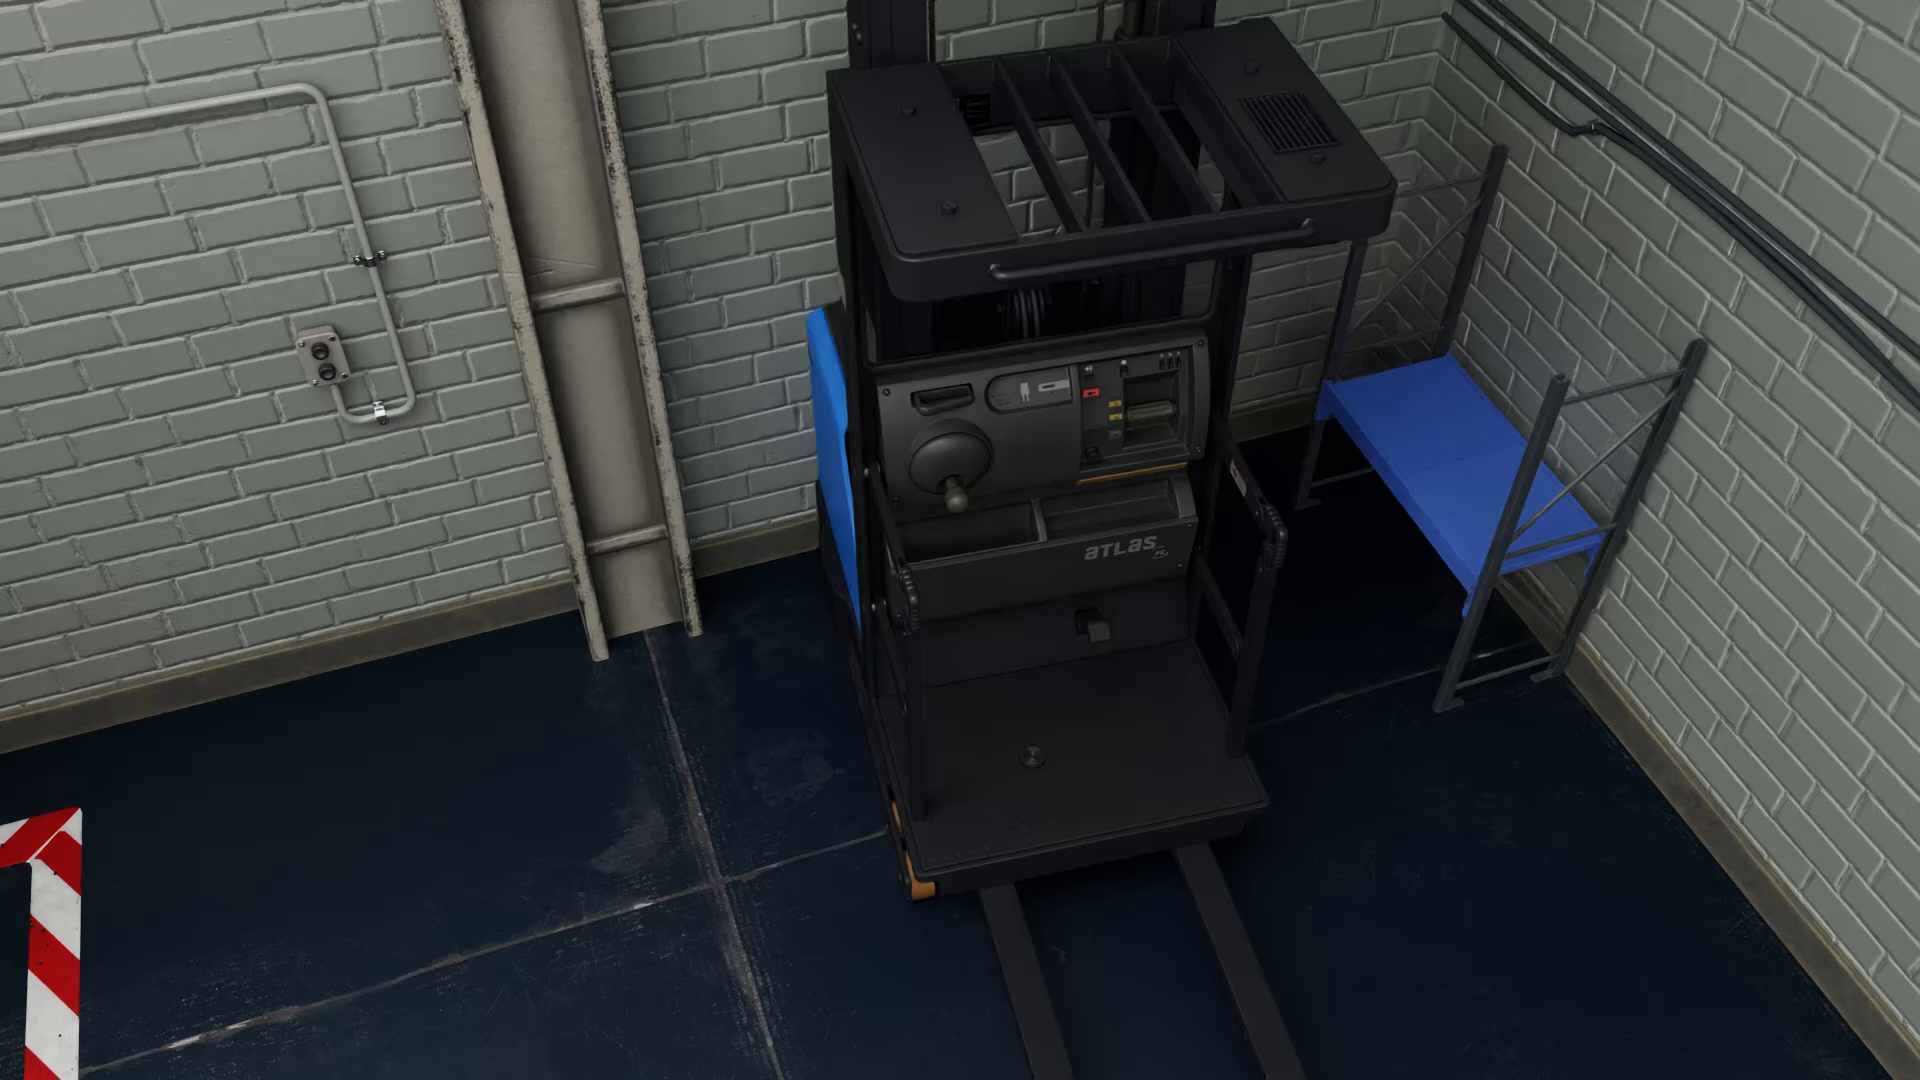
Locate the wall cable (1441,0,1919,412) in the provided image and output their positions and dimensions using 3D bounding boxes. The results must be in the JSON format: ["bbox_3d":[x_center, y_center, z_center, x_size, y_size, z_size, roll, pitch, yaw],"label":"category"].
[{"bbox_3d":[2.048,-1.699,3.783,0.112,2.526,3.097,-14,47,-14],"label":"wall cable"}]

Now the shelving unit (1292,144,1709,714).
[{"bbox_3d":[1.686,-0.342,5.505,0.538,1.500,1.048,-15,49,-14],"label":"shelving unit"}]

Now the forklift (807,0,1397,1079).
[{"bbox_3d":[0.291,-0.230,4.410,1.130,2.935,3.031,-10,46,-10],"label":"forklift"}]

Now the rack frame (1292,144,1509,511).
[{"bbox_3d":[1.511,-0.693,5.829,0.500,1.500,0.032,-15,49,-14],"label":"rack frame"}]

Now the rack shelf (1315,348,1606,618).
[{"bbox_3d":[1.684,-0.219,5.637,0.538,0.185,1.000,-15,49,-14],"label":"rack shelf"}]

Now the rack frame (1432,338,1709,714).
[{"bbox_3d":[1.861,0.009,5.182,0.500,1.500,0.032,-15,49,-14],"label":"rack frame"}]

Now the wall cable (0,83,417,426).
[{"bbox_3d":[-2.510,-0.852,4.265,1.851,1.984,0.084,-14,47,-14],"label":"wall cable"}]
